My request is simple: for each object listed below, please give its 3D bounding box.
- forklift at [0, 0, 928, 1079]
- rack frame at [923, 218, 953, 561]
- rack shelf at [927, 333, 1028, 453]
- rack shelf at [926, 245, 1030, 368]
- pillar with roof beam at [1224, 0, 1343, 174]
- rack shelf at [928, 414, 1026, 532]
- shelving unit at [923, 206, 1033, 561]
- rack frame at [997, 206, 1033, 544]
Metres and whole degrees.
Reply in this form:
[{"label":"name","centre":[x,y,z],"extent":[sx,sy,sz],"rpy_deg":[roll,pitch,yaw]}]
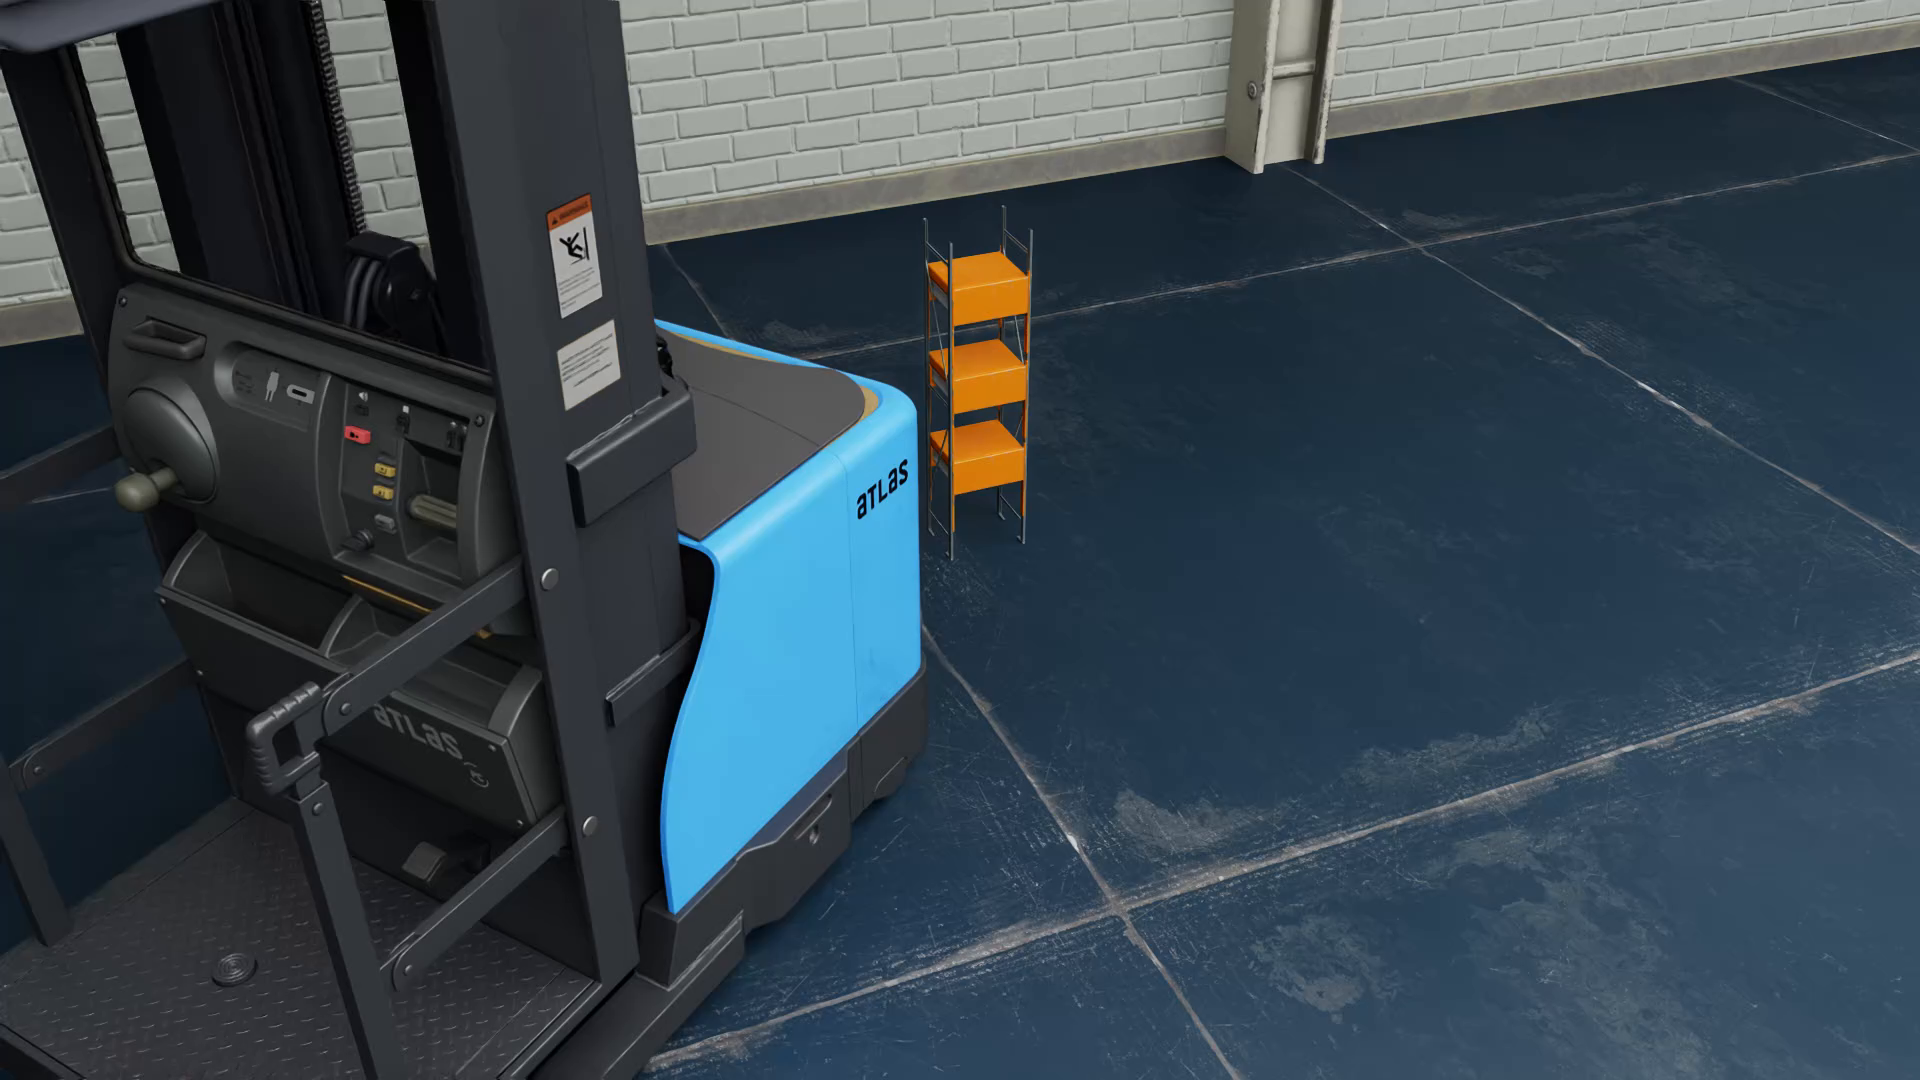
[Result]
[{"label":"forklift","centre":[-1.267,-0.113,2.736],"extent":[1.130,2.935,3.031],"rpy_deg":[18,37,25]},{"label":"rack frame","centre":[-0.063,-0.426,4.941],"extent":[0.008,1.050,0.200],"rpy_deg":[-13,35,-19]},{"label":"rack shelf","centre":[0.049,-0.442,4.987],"extent":[0.240,0.259,0.215],"rpy_deg":[-13,35,-19]},{"label":"rack shelf","centre":[0.049,-0.680,4.832],"extent":[0.240,0.259,0.215],"rpy_deg":[-13,35,-19]},{"label":"pillar with roof beam","centre":[3.190,-3.473,2.337],"extent":[0.400,9.000,9.100],"rpy_deg":[-13,35,-19]},{"label":"rack shelf","centre":[0.049,-0.210,5.138],"extent":[0.240,0.259,0.215],"rpy_deg":[-13,35,-19]},{"label":"shelving unit","centre":[0.049,-0.451,4.981],"extent":[0.252,1.050,0.215],"rpy_deg":[-13,35,-19]},{"label":"rack frame","centre":[0.162,-0.477,5.021],"extent":[0.008,1.050,0.200],"rpy_deg":[-13,35,-19]}]
